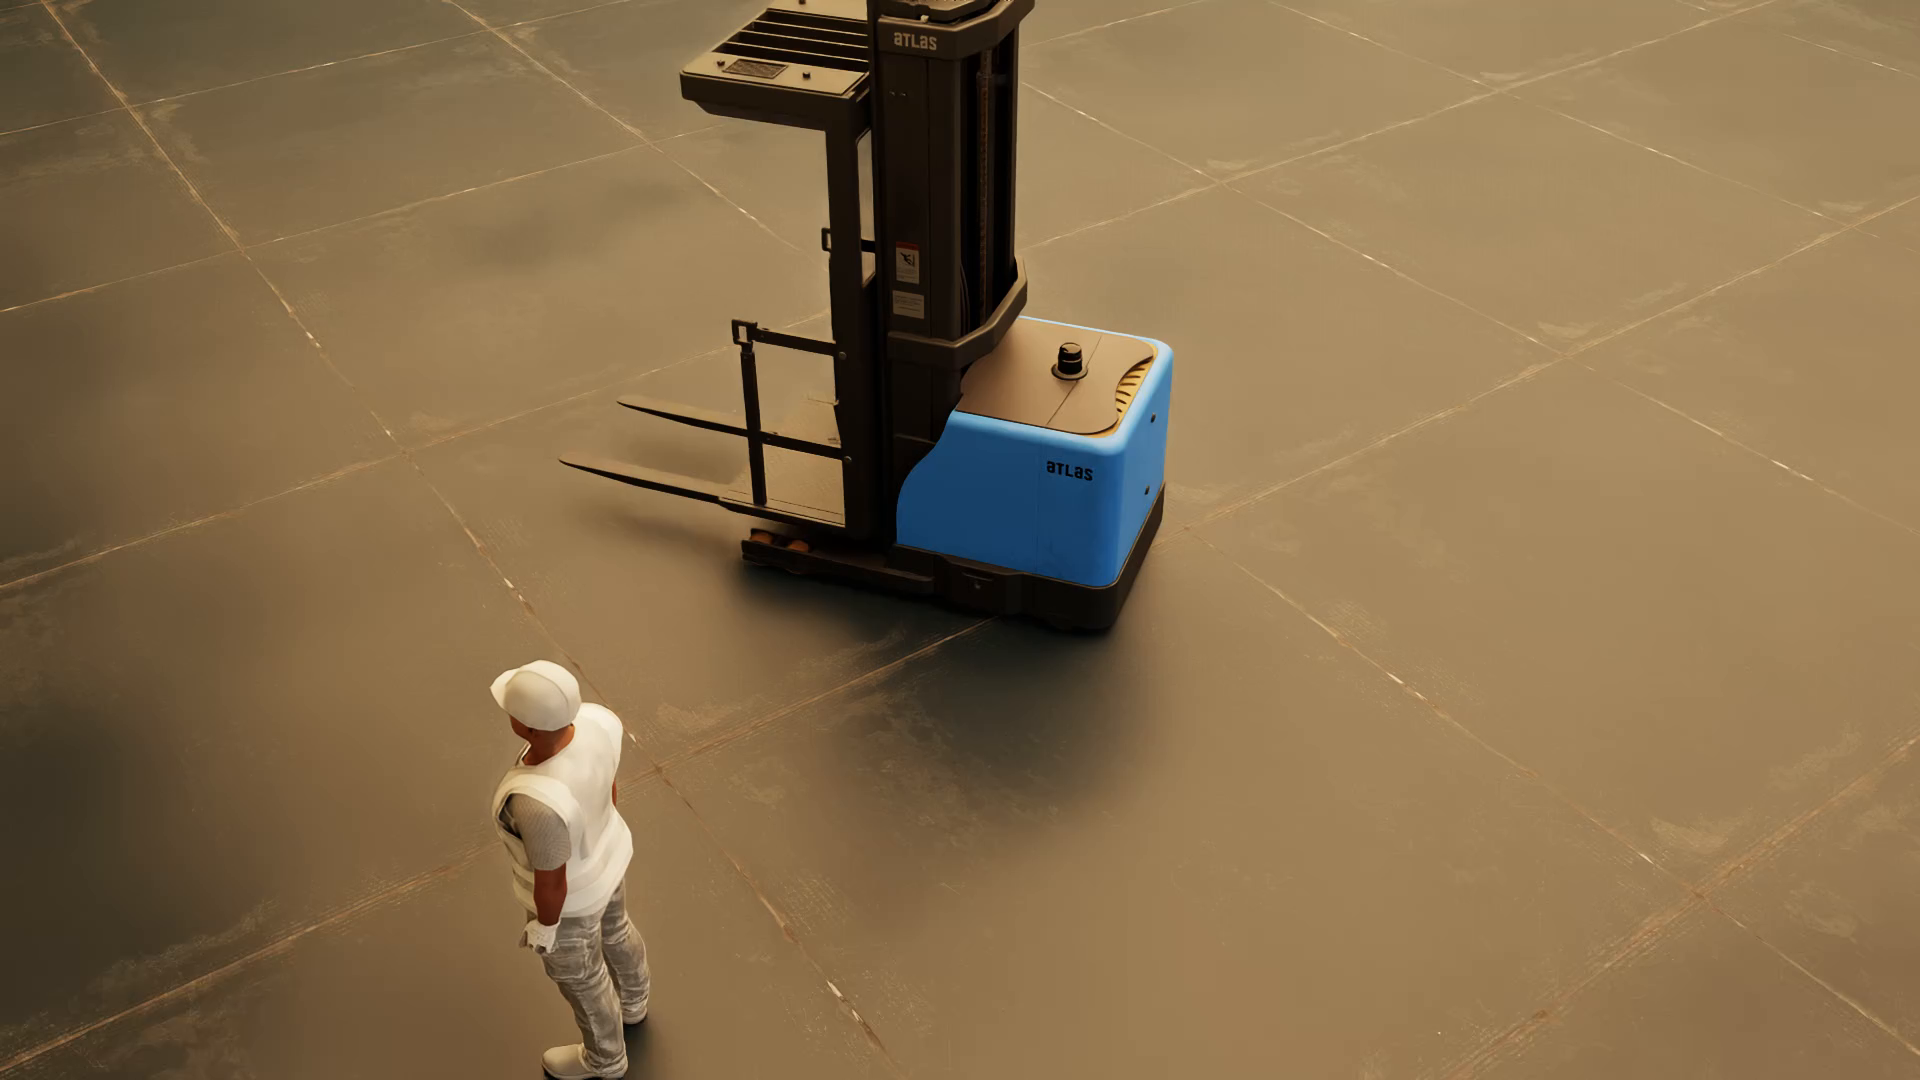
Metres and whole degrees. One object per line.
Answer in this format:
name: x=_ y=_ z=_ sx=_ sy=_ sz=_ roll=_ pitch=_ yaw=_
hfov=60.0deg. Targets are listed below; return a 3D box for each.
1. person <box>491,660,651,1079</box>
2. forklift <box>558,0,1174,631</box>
person: x=-1.280 y=1.091 z=5.434 sx=0.384 sy=1.790 sz=0.535 roll=8 pitch=37 yaw=11
forklift: x=-0.547 y=-1.291 z=7.691 sx=3.031 sy=2.935 sz=1.130 roll=12 pitch=38 yaw=16
